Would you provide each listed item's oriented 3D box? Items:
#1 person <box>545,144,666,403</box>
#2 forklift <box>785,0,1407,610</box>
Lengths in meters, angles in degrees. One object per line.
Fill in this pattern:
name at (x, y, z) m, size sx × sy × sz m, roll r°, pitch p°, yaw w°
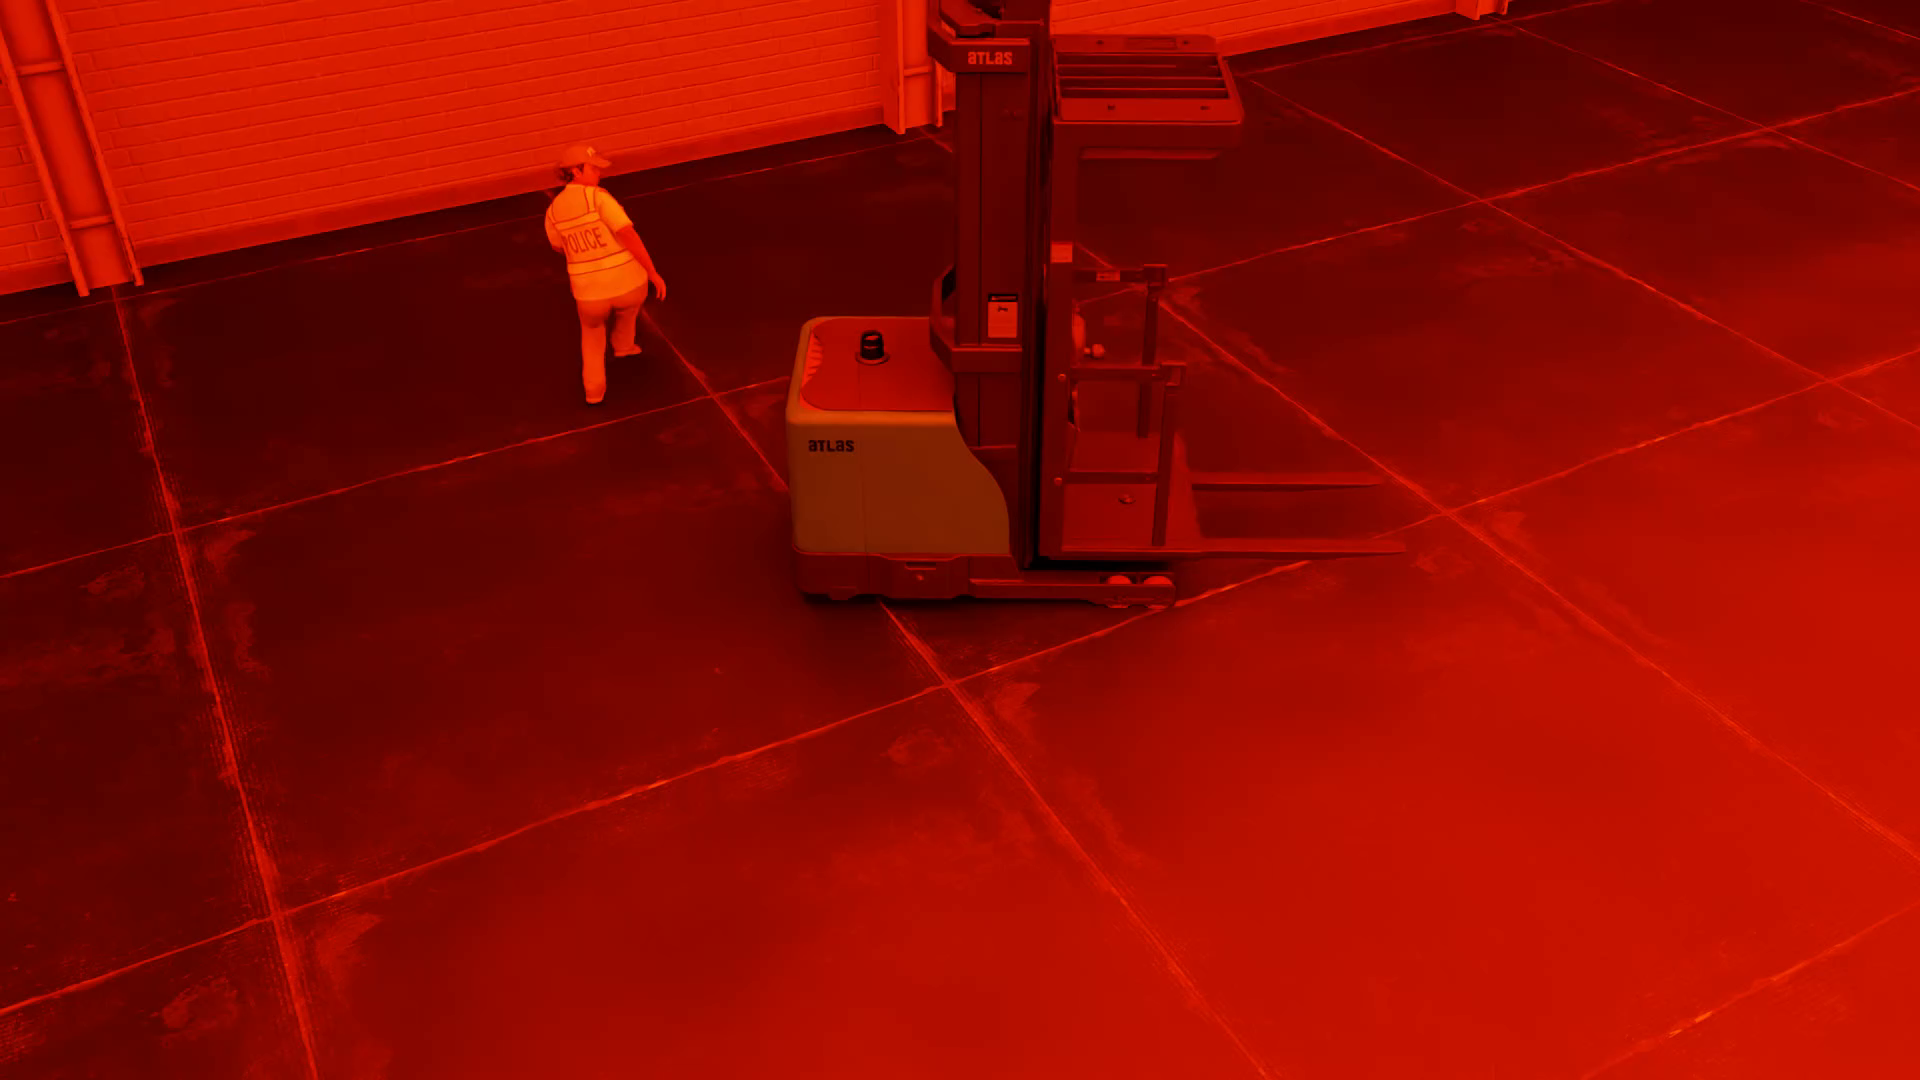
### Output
person at (-2.002, -1.562, 9.613) m, size 0.703 × 1.487 × 0.748 m, roll 0°, pitch 35°, yaw 0°
forklift at (0.697, -1.166, 7.772) m, size 3.031 × 2.935 × 1.130 m, roll 0°, pitch 35°, yaw 1°
